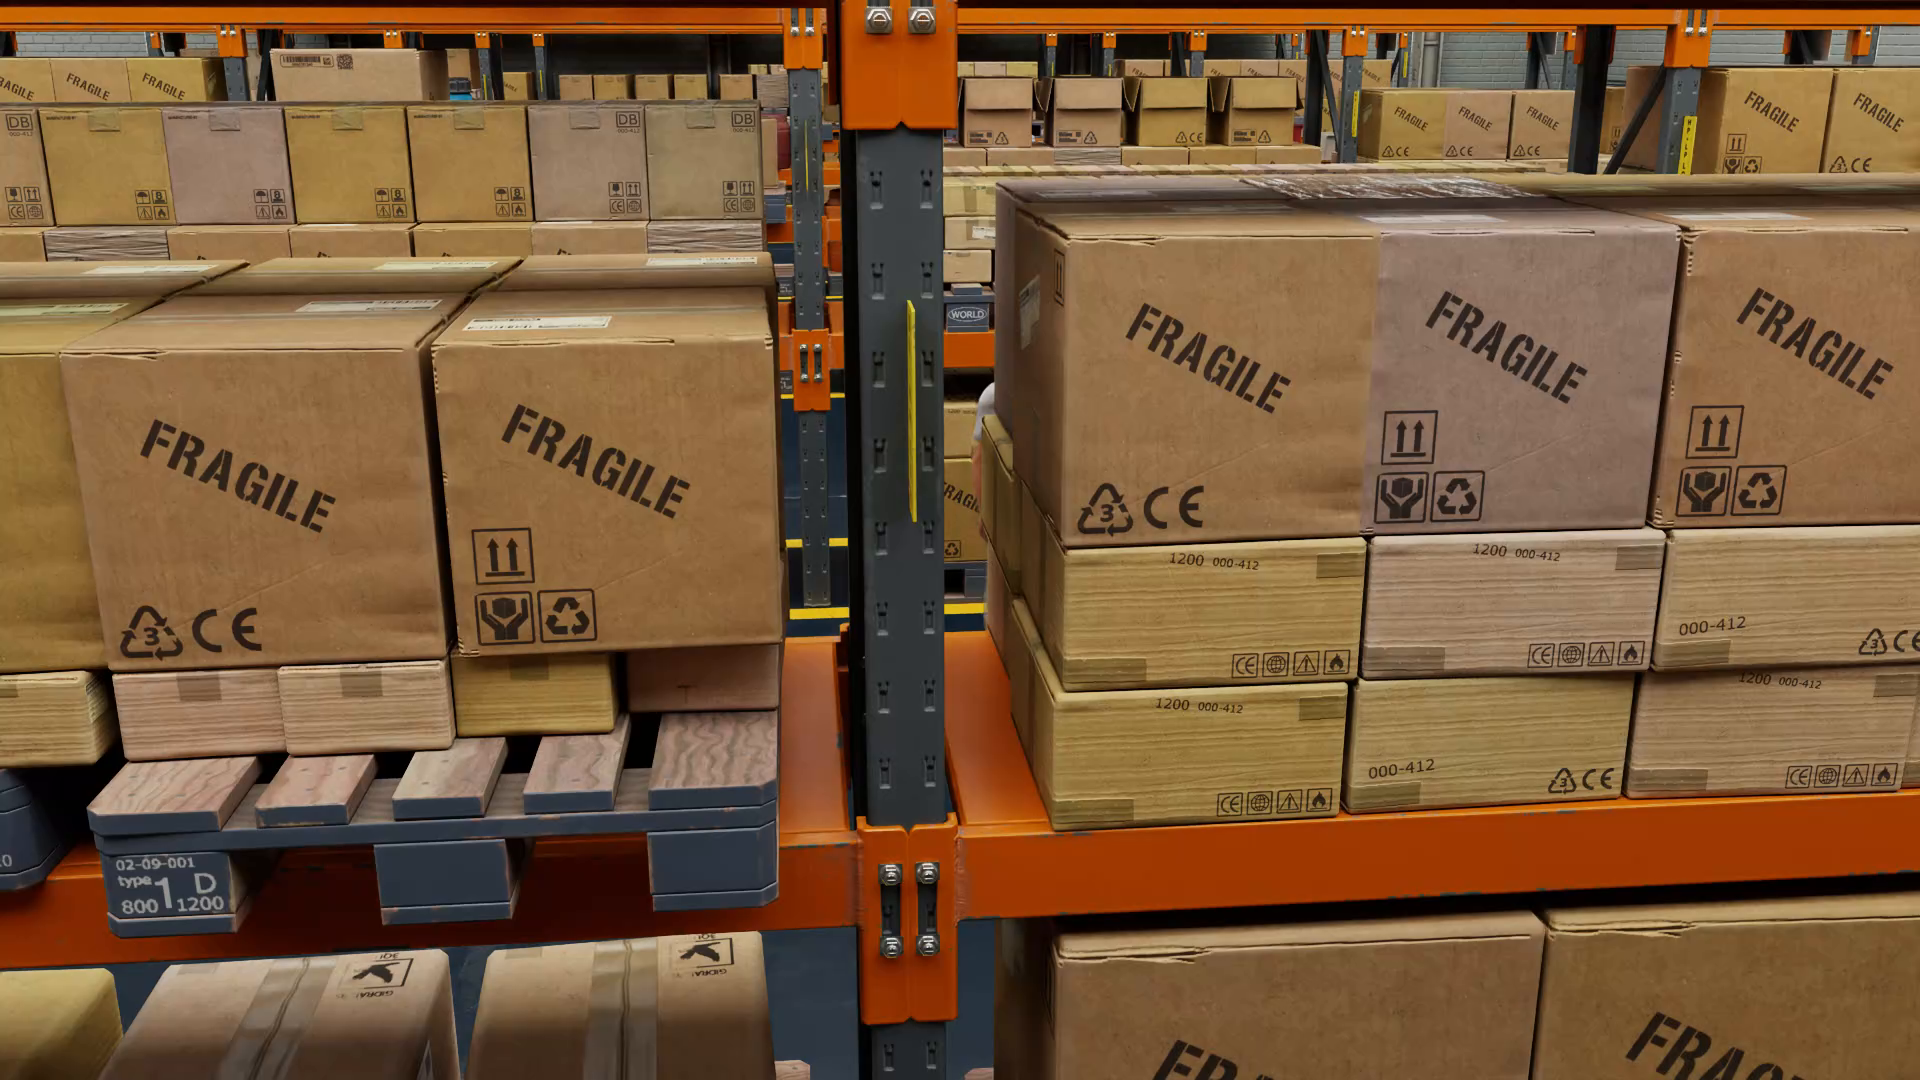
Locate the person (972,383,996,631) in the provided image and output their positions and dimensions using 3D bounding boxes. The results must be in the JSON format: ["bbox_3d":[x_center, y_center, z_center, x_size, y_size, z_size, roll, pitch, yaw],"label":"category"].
[{"bbox_3d":[0.269,-0.061,6.291,0.451,1.658,0.352,-1,17,-4],"label":"person"}]
